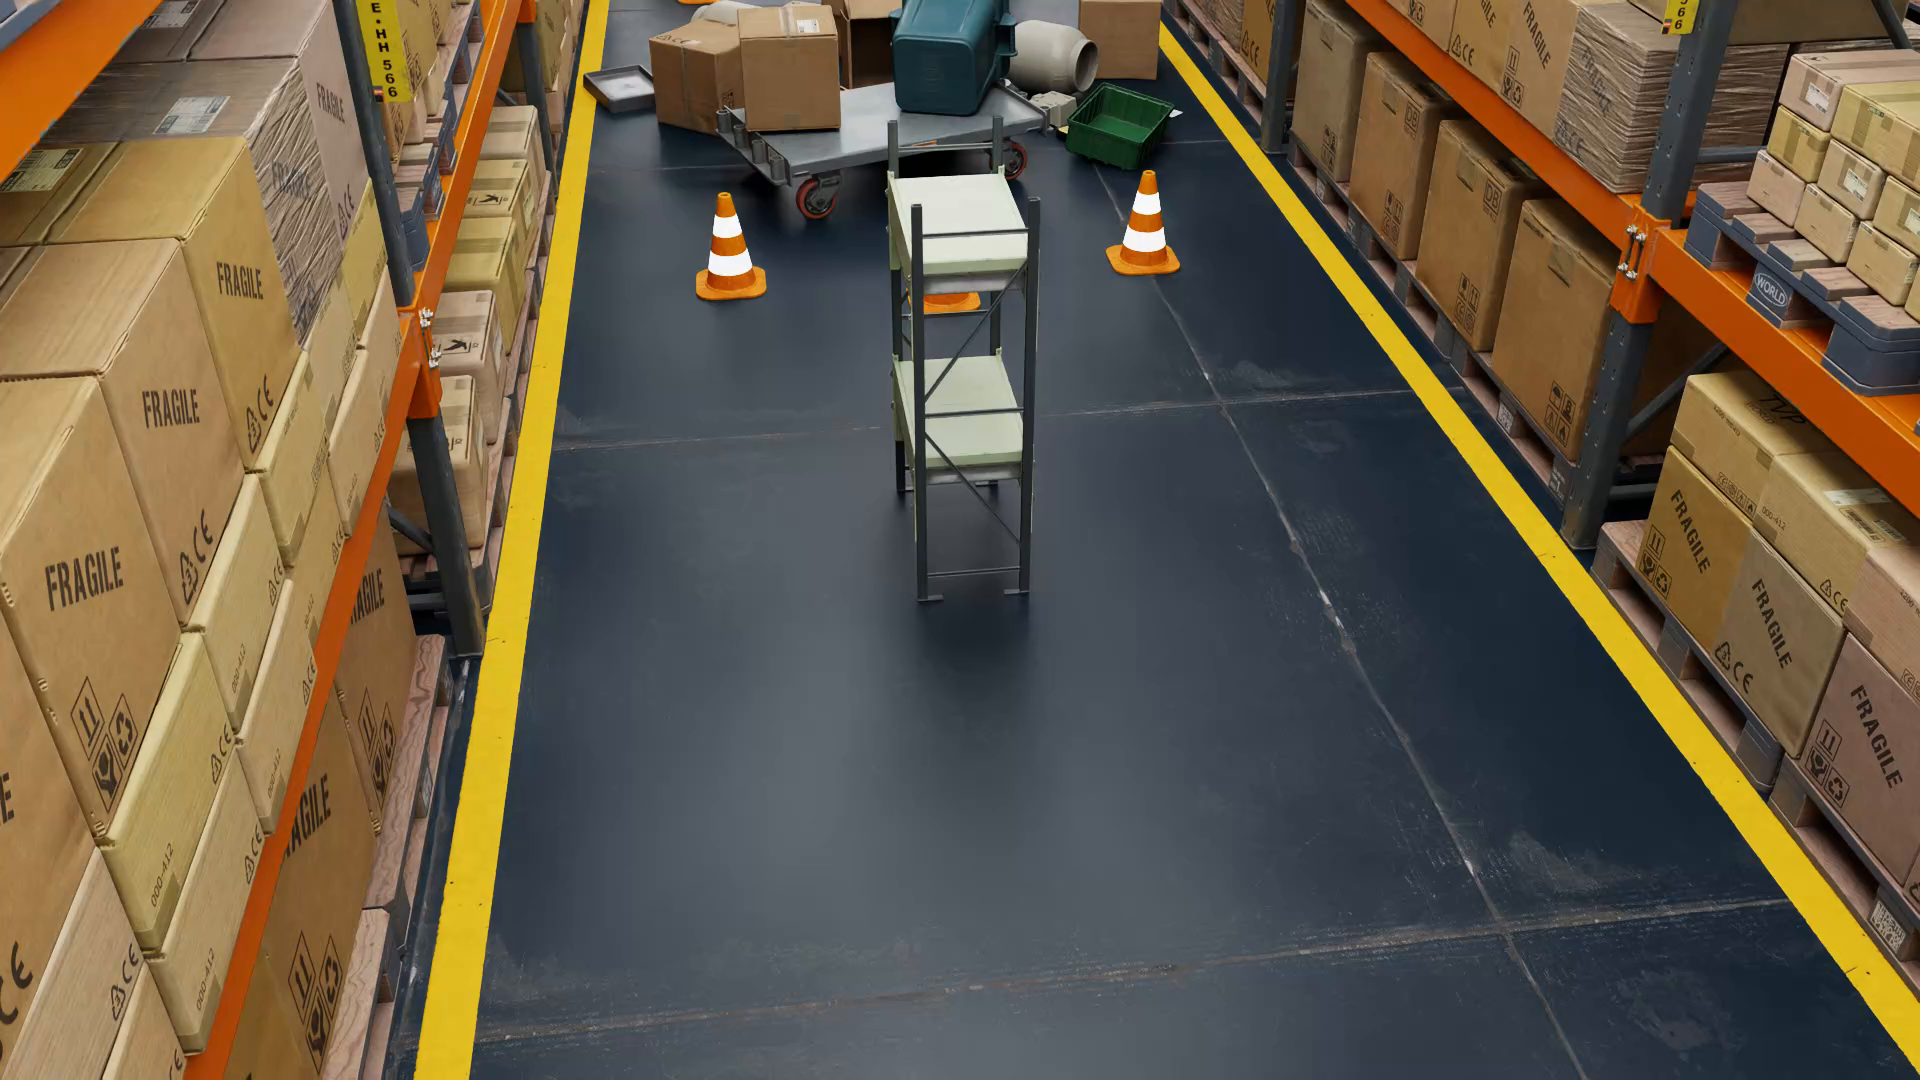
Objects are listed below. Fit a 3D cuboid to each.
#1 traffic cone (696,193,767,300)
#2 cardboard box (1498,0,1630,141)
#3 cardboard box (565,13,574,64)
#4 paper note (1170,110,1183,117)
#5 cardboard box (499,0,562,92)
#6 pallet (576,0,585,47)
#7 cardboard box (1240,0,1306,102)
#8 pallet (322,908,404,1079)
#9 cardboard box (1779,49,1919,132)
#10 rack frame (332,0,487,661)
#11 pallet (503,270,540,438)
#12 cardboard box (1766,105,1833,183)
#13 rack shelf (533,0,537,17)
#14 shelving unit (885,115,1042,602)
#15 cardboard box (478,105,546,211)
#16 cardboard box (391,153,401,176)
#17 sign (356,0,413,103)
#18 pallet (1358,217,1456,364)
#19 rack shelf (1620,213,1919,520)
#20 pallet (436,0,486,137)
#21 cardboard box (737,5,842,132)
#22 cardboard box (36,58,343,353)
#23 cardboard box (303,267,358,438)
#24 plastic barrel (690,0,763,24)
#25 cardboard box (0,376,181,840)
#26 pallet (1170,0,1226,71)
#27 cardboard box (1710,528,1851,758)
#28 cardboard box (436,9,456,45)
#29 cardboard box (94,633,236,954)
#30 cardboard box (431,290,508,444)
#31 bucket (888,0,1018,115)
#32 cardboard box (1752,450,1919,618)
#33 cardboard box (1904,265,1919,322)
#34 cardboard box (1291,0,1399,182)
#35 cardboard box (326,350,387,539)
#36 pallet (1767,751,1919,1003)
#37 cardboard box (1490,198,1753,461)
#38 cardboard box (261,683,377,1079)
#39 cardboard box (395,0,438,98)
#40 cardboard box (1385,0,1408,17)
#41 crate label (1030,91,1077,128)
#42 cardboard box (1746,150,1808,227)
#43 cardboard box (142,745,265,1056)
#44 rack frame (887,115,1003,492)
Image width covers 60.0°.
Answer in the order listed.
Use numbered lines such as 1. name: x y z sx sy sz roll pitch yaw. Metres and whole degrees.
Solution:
1. traffic cone: -1.111 -1.432 7.941 0.336 0.463 0.334 -4 35 -6
2. cardboard box: 2.372 -1.816 6.163 0.500 0.500 0.500 -4 35 -6
3. cardboard box: -2.633 -3.046 10.125 0.500 0.250 0.500 -5 35 -7
4. paper note: 1.239 -2.578 10.005 0.142 0.020 0.147 27 43 34
5. cardboard box: -2.476 -2.763 9.044 0.500 0.500 0.500 -3 34 -4
6. pallet: -3.118 -3.648 11.415 1.003 0.211 1.213 -4 35 -6
7. cardboard box: 2.212 -3.150 9.722 0.875 0.875 0.875 -4 34 -6
8. pallet: -1.934 1.443 3.945 1.003 0.211 1.213 -4 35 -6
9. cardboard box: 2.636 -1.306 4.825 0.380 0.149 0.250 -4 35 -6
10. rack frame: -2.127 -0.834 4.811 1.000 3.000 0.127 -4 35 -6
11. pallet: -2.391 -0.797 7.233 1.003 0.211 1.213 -4 35 -6
12. cardboard box: 2.631 -1.173 4.894 0.380 0.149 0.250 -3 34 -4
13. rack shelf: -2.934 -3.885 9.926 1.077 0.370 4.000 -4 35 -6
14. shelving unit: -0.001 -0.623 5.833 0.431 1.500 0.755 -4 35 -6
15. cardboard box: -2.592 -1.862 8.279 0.950 0.372 0.625 -4 34 -6
16. cardboard box: -1.991 -1.260 5.285 0.380 0.149 0.250 -6 35 -9
17. sign: -1.577 -1.357 4.549 0.100 0.325 0.005 -4 35 -6
18. pallet: 2.573 -1.238 7.880 1.003 0.211 1.213 -4 35 -6
19. rack shelf: 3.034 0.148 4.008 1.077 0.370 4.000 -4 35 -6
20. pallet: -2.433 -1.857 6.481 1.003 0.211 1.213 -4 35 -6
21. cardboard box: -0.905 -2.498 8.799 0.500 0.500 0.500 -4 35 -6
22. cardboard box: -1.721 -0.734 3.687 0.500 0.500 0.500 -4 34 -6
23. cardboard box: -1.737 -0.442 3.924 0.500 0.250 0.500 -5 35 -8
24. plastic barrel: -1.425 -3.196 10.564 0.512 0.421 0.421 20 39 26
25. cardboard box: -1.524 0.114 2.442 0.500 0.500 0.500 -5 35 -8
26. pallet: 2.035 -3.458 11.137 1.003 0.211 1.213 -4 35 -6
27. cardboard box: 2.678 0.288 5.010 0.500 0.500 0.500 -4 34 -6
28. cardboard box: -2.155 -2.005 6.379 0.380 0.149 0.250 -3 34 -5
29. cardboard box: -1.508 0.414 2.668 0.500 0.250 0.500 -4 34 -6
30. cardboard box: -2.300 -0.649 6.499 0.950 0.372 0.625 -5 35 -7
31. bucket: -0.076 -2.674 9.068 0.726 0.611 0.620 7 45 10
32. cardboard box: 2.686 -0.030 4.811 0.500 0.250 0.500 -5 35 -7
33. cardboard box: 2.736 -0.620 4.346 0.380 0.149 0.250 -3 34 -4
34. cardboard box: 2.400 -2.402 8.736 1.050 0.750 0.750 -5 35 -7
35. cardboard box: -1.717 -0.226 4.051 0.500 0.250 0.500 -4 34 -6
36. pallet: 3.029 1.002 4.592 1.003 0.211 1.213 -4 35 -6
37. cardboard box: 2.772 -0.856 6.467 1.050 0.750 0.750 -5 35 -7
38. cardboard box: -2.000 0.760 3.985 0.875 0.875 0.875 -4 34 -6
39. cardboard box: -2.035 -1.731 5.401 0.500 0.500 0.500 -3 34 -4
40. cardboard box: 2.164 -2.664 7.407 0.500 0.500 0.500 -5 35 -7
41. crate label: 0.549 -2.567 9.895 0.250 0.136 0.298 27 43 34
42. cardboard box: 2.625 -1.070 5.007 0.380 0.149 0.250 -5 35 -7
43. cardboard box: -1.510 0.618 2.812 0.500 0.250 0.500 -5 35 -7
44. rack frame: -0.050 -0.828 6.133 0.400 1.500 0.023 -4 35 -6
